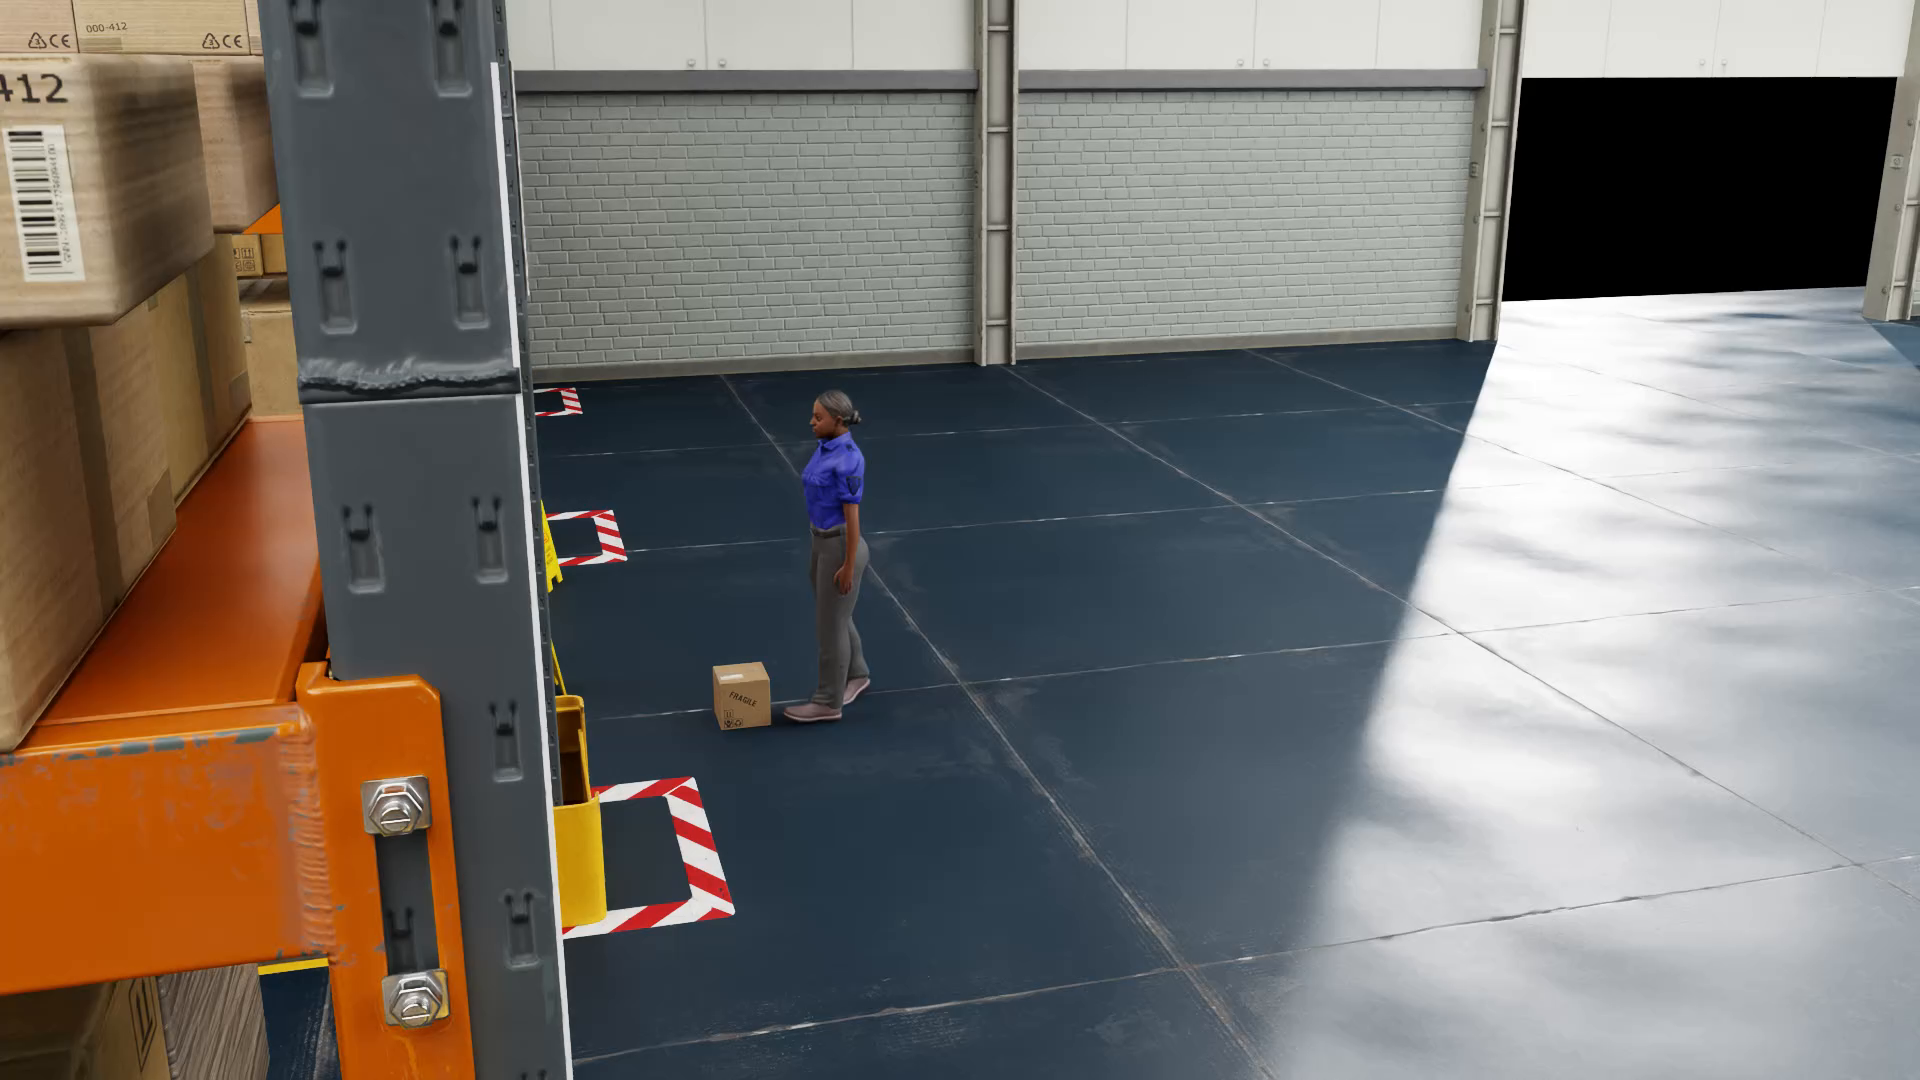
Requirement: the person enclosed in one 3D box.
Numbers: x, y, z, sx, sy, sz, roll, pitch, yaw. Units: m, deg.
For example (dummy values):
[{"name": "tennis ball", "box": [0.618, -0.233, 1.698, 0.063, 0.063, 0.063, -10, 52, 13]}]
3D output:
[{"name": "person", "box": [-0.665, 0.174, 8.316, 0.541, 1.461, 0.453, -6, 17, -20]}]
